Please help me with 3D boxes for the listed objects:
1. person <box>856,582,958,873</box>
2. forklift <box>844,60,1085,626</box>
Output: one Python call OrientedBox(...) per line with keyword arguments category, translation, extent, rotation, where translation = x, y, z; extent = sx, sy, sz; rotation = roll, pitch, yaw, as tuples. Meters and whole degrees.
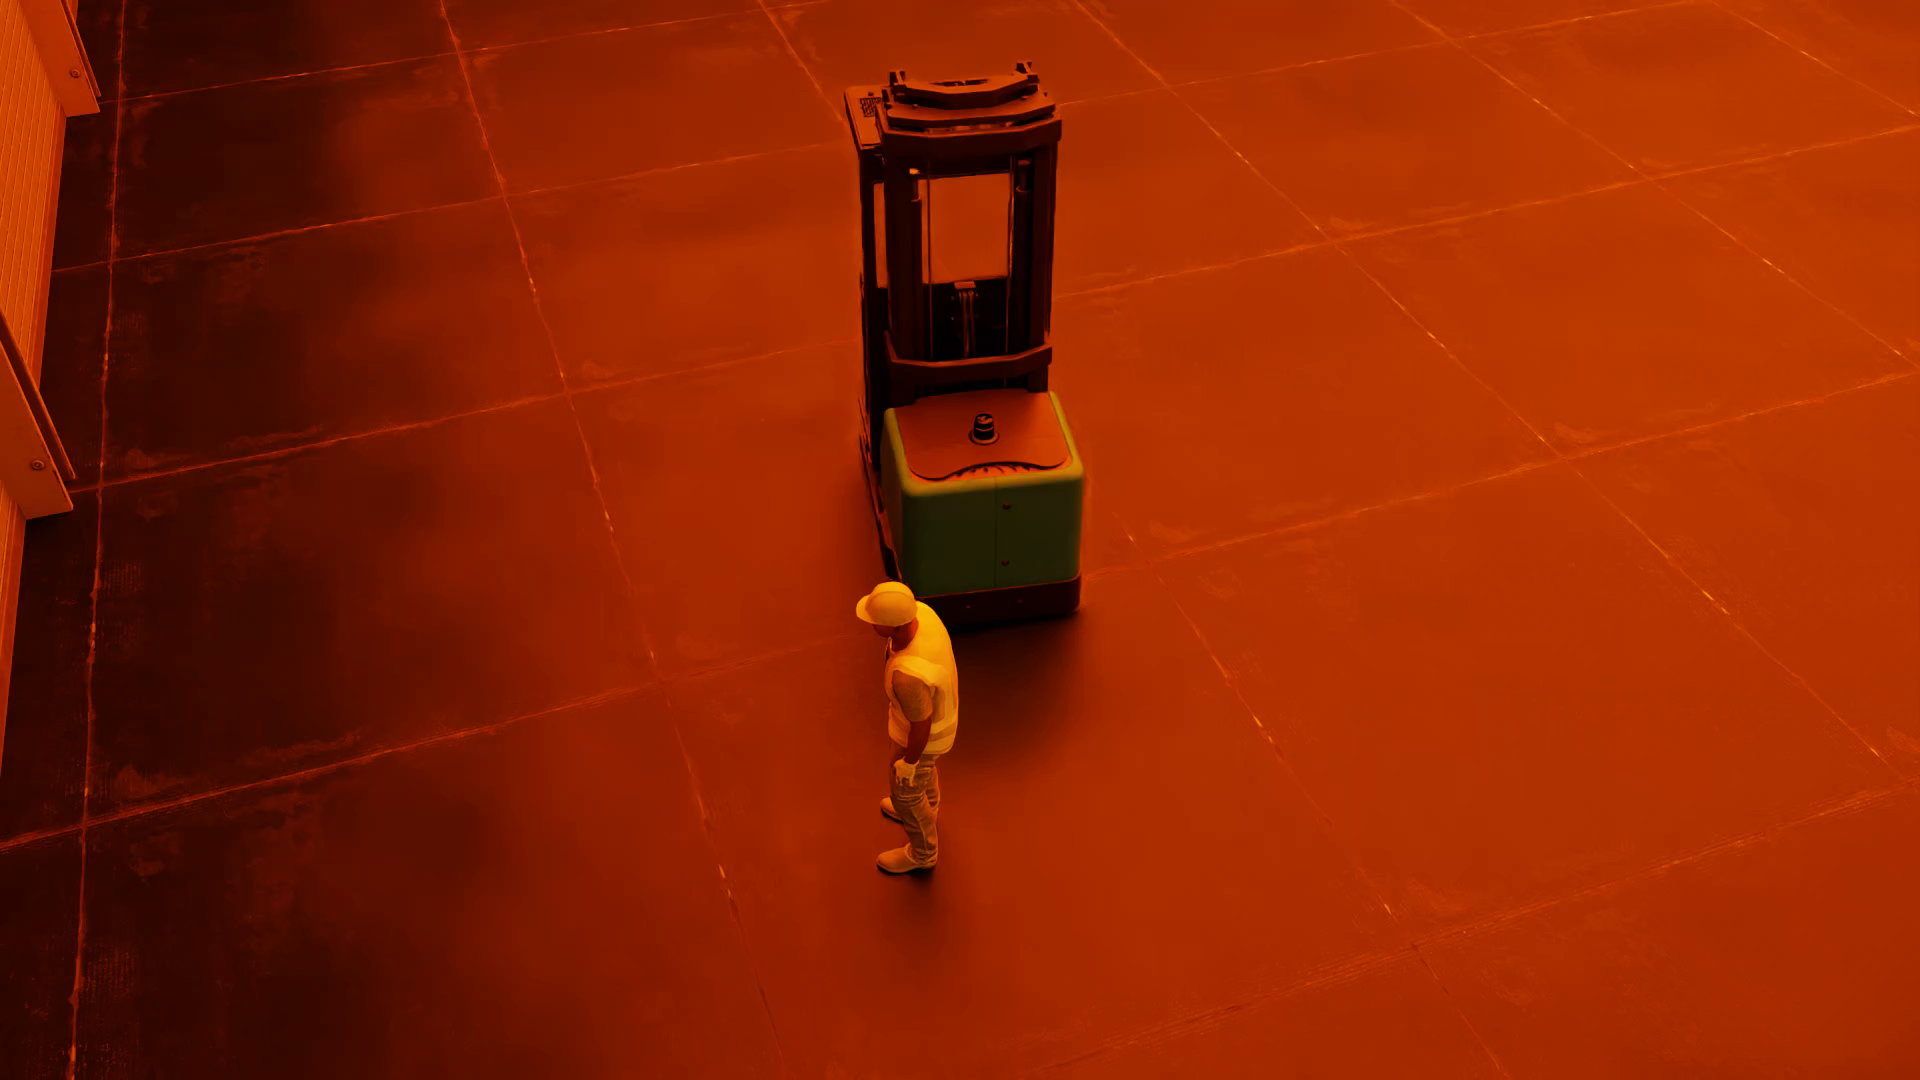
OrientedBox(category="person", translation=(-0.234, 0.867, 7.868), extent=(0.453, 1.772, 0.618), rotation=(1, 40, 2))
OrientedBox(category="forklift", translation=(-0.052, -1.561, 9.855), extent=(1.130, 2.935, 3.031), rotation=(-6, 40, -7))
